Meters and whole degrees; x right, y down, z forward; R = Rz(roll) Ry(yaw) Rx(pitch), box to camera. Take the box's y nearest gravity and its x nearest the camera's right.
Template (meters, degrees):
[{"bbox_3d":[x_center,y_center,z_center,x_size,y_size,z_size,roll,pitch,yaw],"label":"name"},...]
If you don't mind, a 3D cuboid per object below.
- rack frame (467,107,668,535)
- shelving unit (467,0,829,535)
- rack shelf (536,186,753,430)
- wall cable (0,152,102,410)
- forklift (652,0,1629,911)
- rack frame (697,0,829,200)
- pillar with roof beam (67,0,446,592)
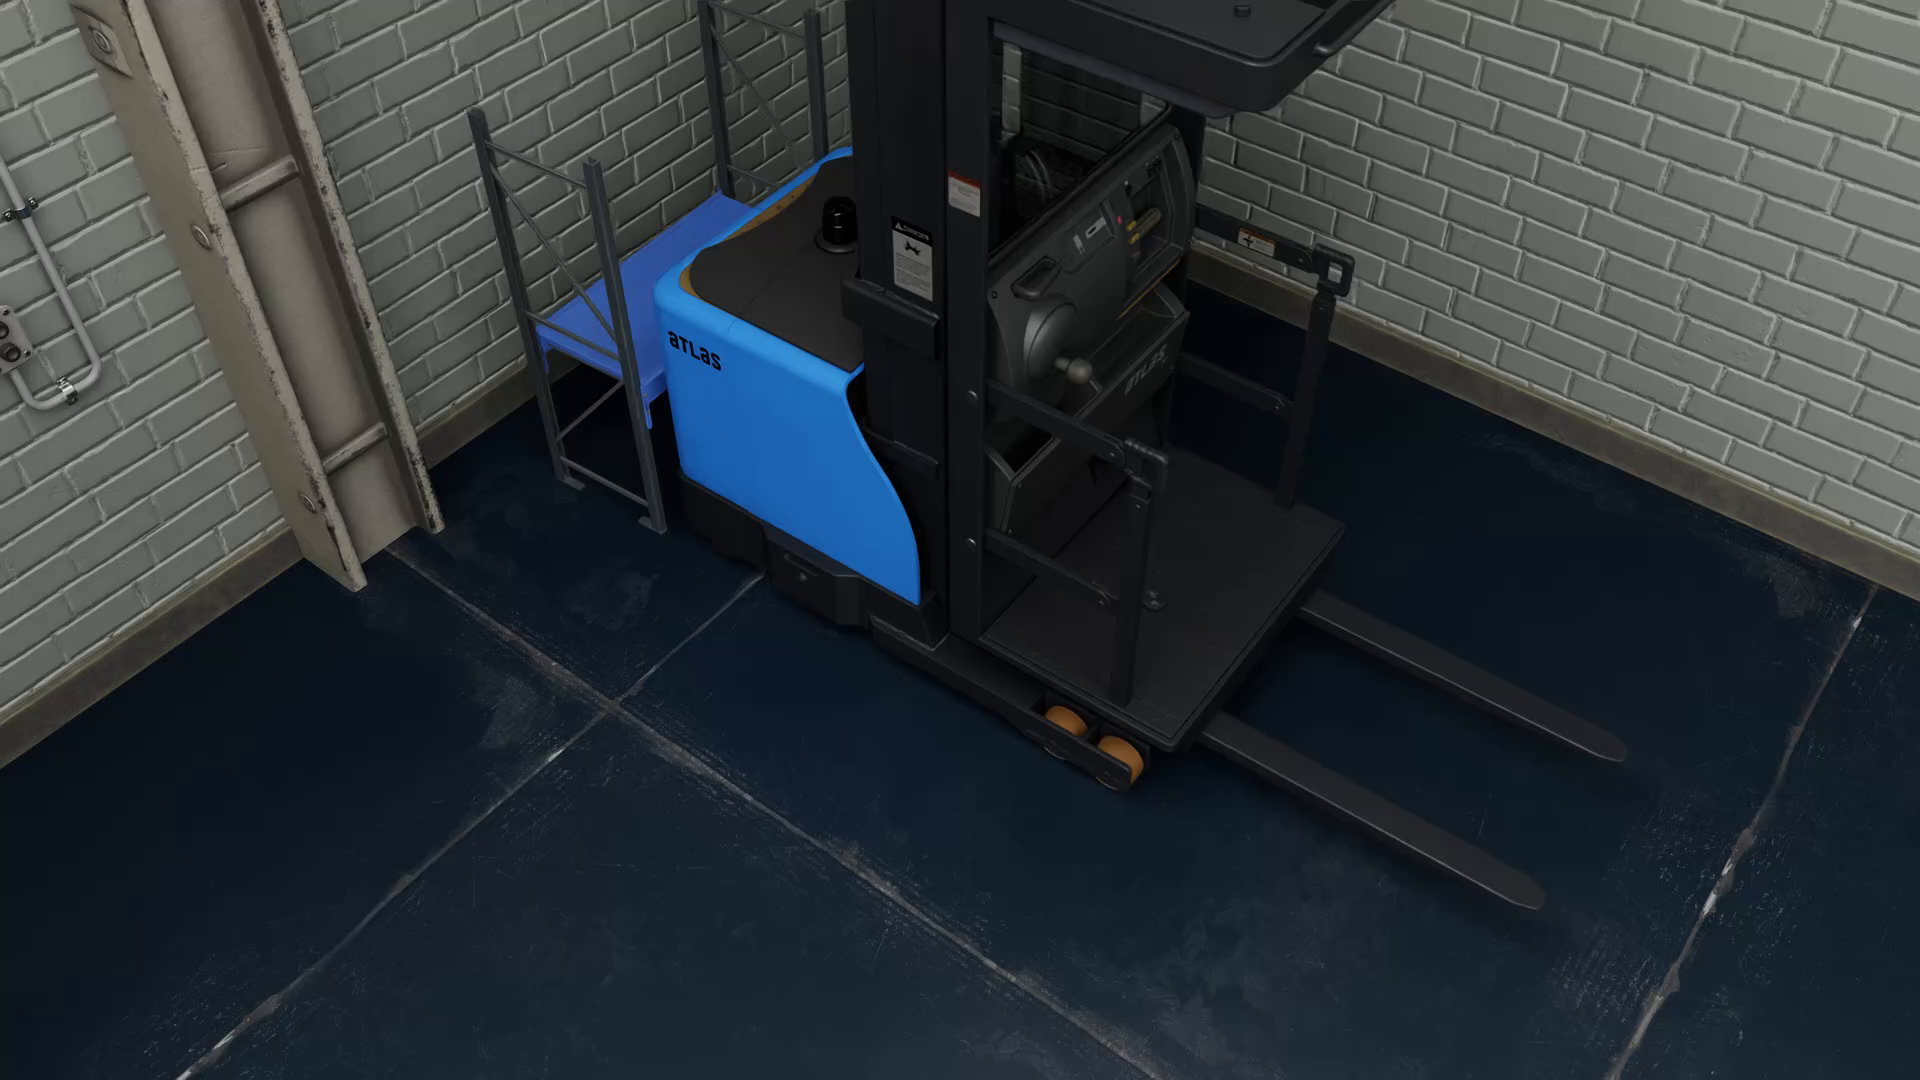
[{"bbox_3d":[-1.232,-0.646,5.330,0.500,1.500,0.032,26,52,23],"label":"rack frame"},{"bbox_3d":[-0.946,-0.950,5.620,0.538,1.500,1.048,26,52,23],"label":"shelving unit"},{"bbox_3d":[-0.946,-0.826,5.750,0.538,0.185,1.000,26,52,23],"label":"rack shelf"},{"bbox_3d":[-2.963,-0.615,3.560,0.084,1.984,1.851,29,53,25],"label":"wall cable"},{"bbox_3d":[0.537,-0.699,4.391,3.031,2.935,1.130,28,52,24],"label":"forklift"},{"bbox_3d":[-0.660,-1.254,5.911,0.500,1.500,0.032,26,52,23],"label":"rack frame"},{"bbox_3d":[1.375,-1.209,0.682,9.100,9.000,0.400,29,53,25],"label":"pillar with roof beam"}]
